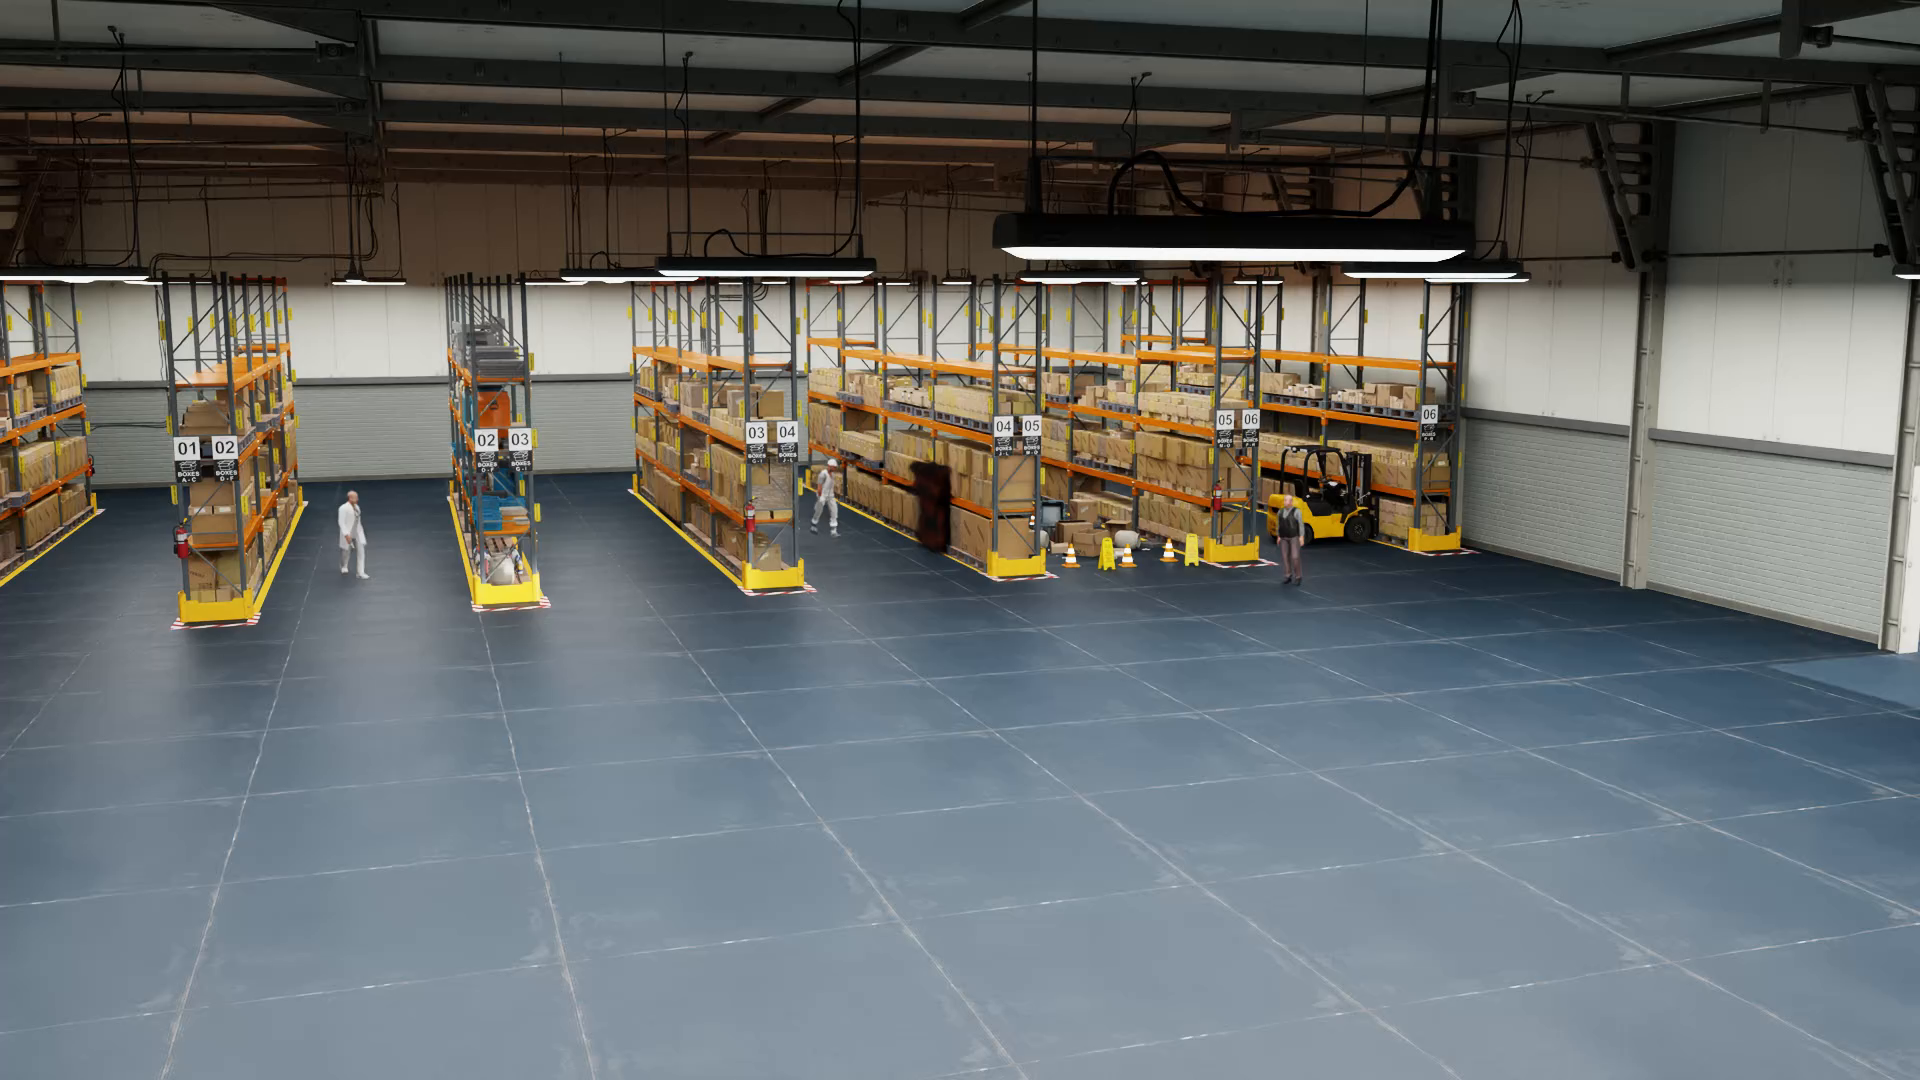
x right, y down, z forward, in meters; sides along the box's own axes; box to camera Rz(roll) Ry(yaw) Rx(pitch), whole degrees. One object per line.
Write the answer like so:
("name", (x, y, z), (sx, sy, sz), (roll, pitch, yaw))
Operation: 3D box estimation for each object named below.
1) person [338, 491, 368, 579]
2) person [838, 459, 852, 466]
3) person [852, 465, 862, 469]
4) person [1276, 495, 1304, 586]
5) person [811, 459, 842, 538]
("person", (-12.105, -0.104, 33.059), (0.528, 1.735, 1.085), (-5, 10, -31))
("person", (-3.494, -2.640, 50.118), (0.564, 1.673, 0.514), (3, 9, 18))
("person", (-3.351, -3.023, 52.396), (0.464, 1.669, 0.459), (5, 10, 29))
("person", (6.436, -0.002, 32.462), (0.617, 1.759, 0.387), (7, 11, 40))
("person", (-2.955, -0.917, 36.522), (0.511, 1.731, 0.989), (-5, 10, -30))
